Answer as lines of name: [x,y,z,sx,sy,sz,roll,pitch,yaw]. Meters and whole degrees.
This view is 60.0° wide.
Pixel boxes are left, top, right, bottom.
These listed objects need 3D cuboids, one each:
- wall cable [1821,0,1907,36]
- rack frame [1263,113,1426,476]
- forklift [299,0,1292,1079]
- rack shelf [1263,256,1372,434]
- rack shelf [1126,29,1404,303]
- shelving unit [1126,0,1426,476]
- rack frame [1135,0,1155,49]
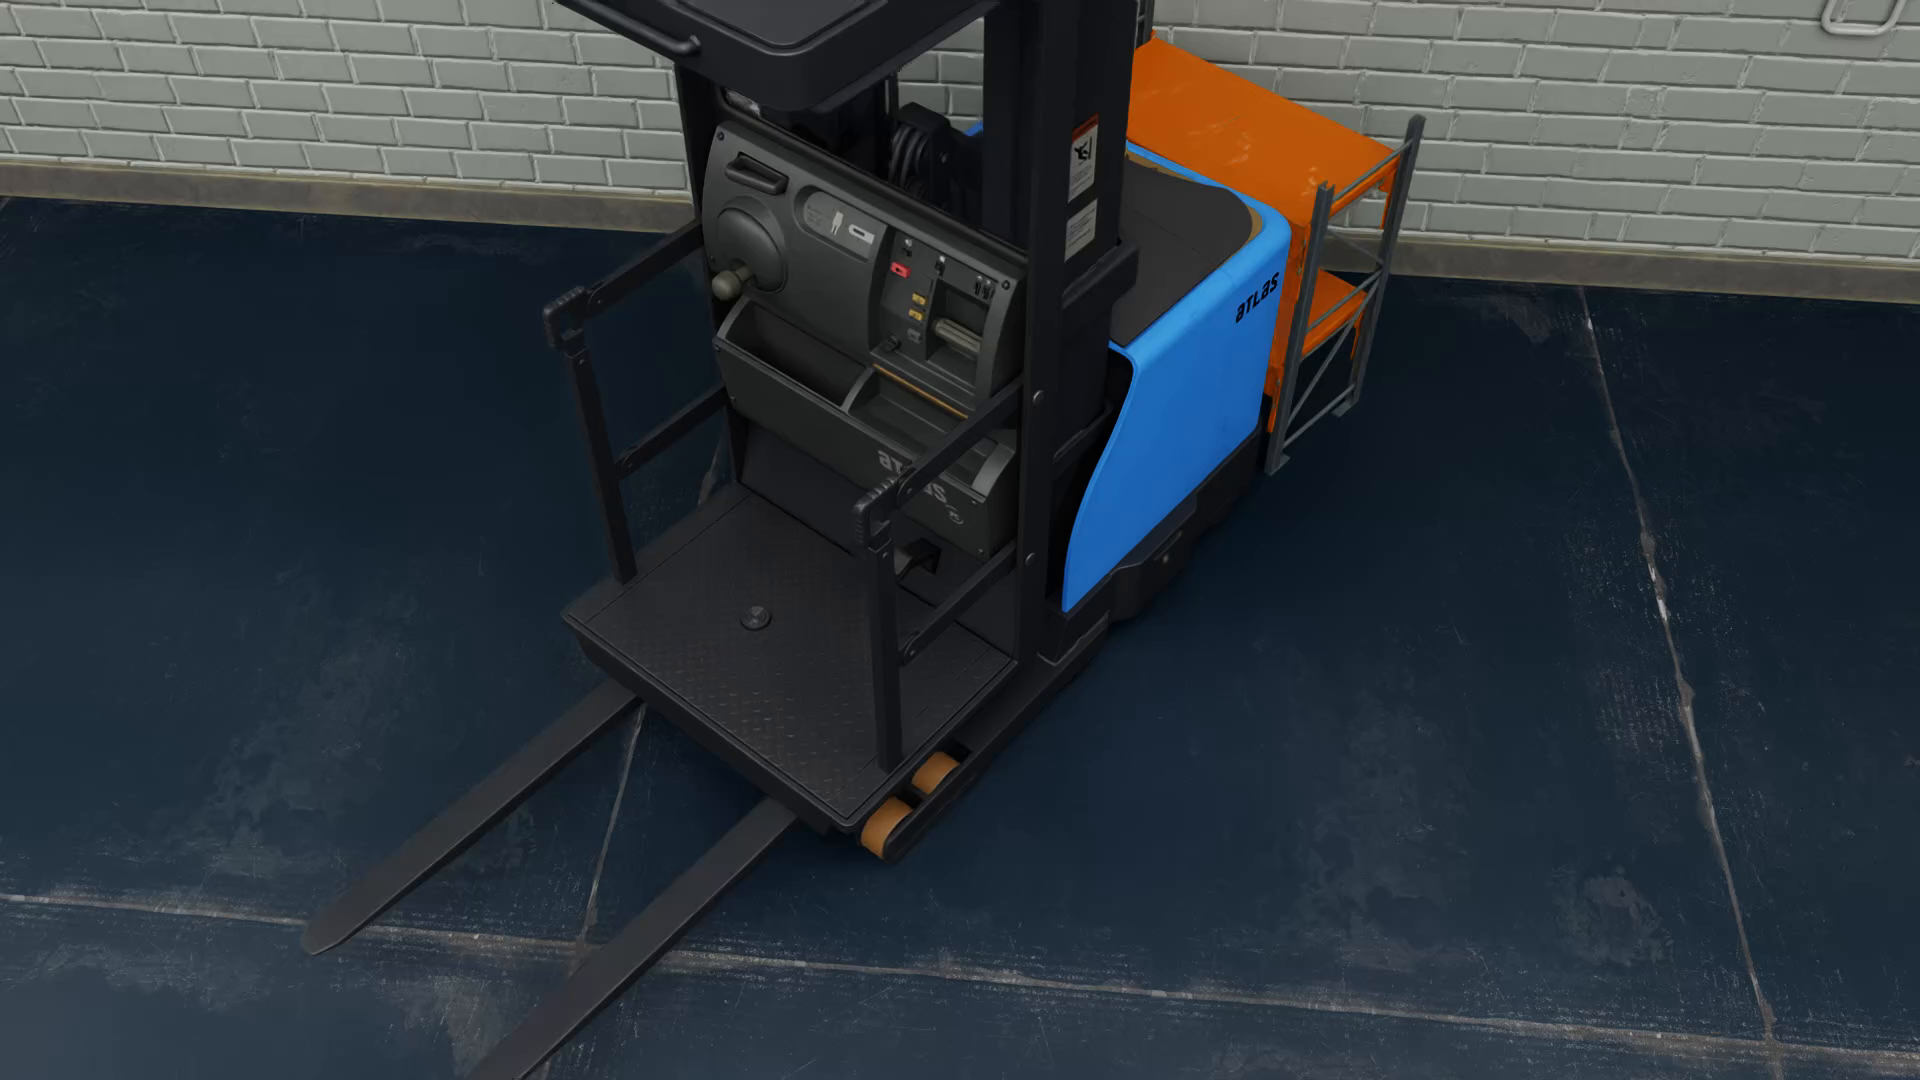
wall cable: [2.698,-2.249,4.564,0.585,1.953,0.123,4,48,4]
rack frame: [1.178,-0.729,5.155,0.032,1.125,0.500,35,57,28]
forklift: [-0.388,-0.559,3.775,1.130,2.935,3.031,32,55,26]
rack shelf: [0.811,-0.824,5.572,1.000,0.278,0.538,35,57,28]
rack shelf: [0.811,-1.186,5.176,1.000,0.278,0.538,35,57,28]
shelving unit: [0.811,-0.989,5.392,1.048,1.125,0.538,35,57,28]
rack frame: [0.444,-1.248,5.629,0.032,1.125,0.500,35,57,28]
